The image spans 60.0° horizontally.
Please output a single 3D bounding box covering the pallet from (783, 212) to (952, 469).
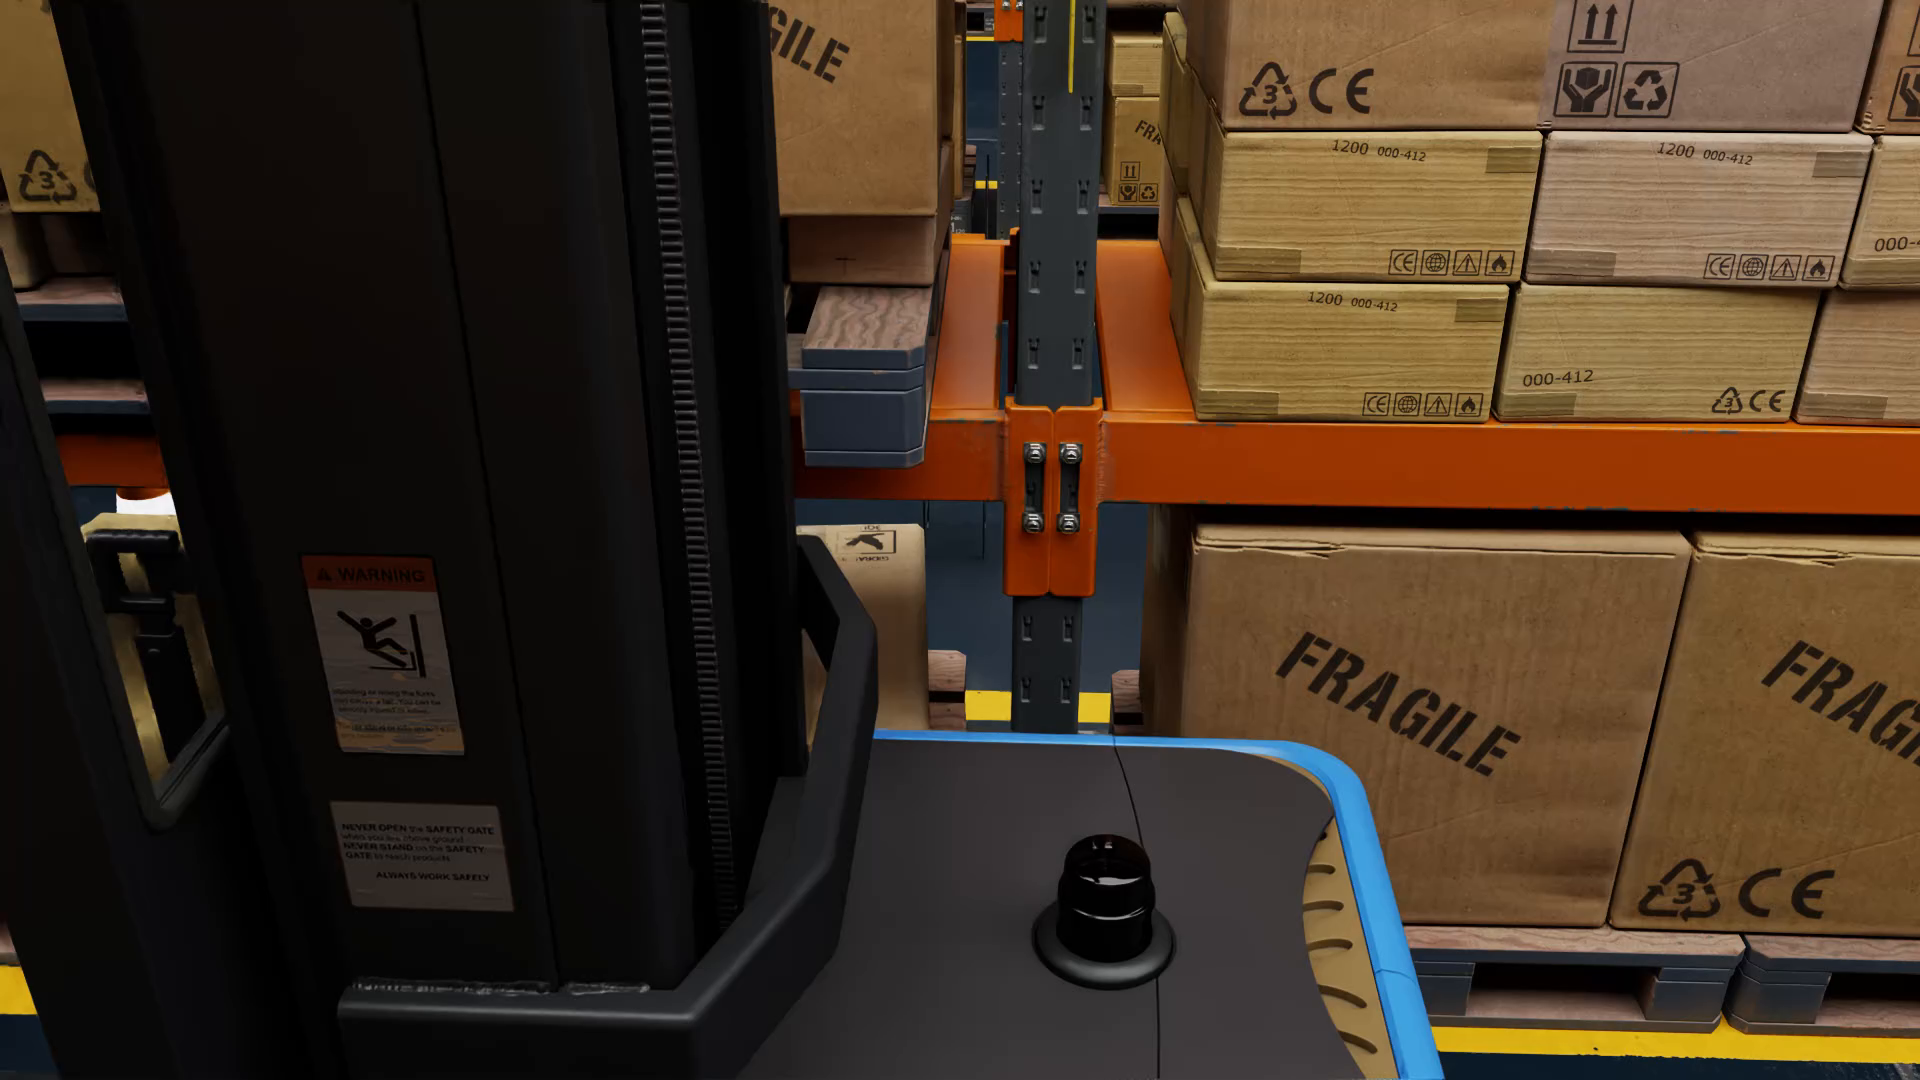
[{"bbox_3d":[-0.537,-0.496,3.187,1.003,0.211,1.213,1,28,2],"label":"pallet"}]

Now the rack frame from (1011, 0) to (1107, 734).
[{"bbox_3d":[0.179,-0.618,3.214,0.127,3.000,1.000,1,28,2],"label":"rack frame"}]

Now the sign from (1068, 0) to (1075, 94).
[{"bbox_3d":[0.169,-0.841,2.482,0.005,0.325,0.100,1,28,2],"label":"sign"}]

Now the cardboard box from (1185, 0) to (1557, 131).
[{"bbox_3d":[0.663,-0.982,2.725,0.500,0.500,0.500,0,28,0],"label":"cardboard box"}]

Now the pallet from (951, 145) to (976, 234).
[{"bbox_3d":[-0.533,-1.753,8.332,1.213,0.211,1.003,1,28,2],"label":"pallet"}]

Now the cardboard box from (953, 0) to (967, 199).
[{"bbox_3d":[-0.353,-2.181,8.115,0.750,0.750,1.050,1,28,1],"label":"cardboard box"}]

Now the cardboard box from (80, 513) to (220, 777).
[{"bbox_3d":[-1.881,0.319,3.802,0.625,0.372,0.950,2,28,3],"label":"cardboard box"}]

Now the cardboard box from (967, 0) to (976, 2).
[{"bbox_3d":[-0.142,-4.349,12.450,0.500,0.500,0.700,0,28,-1],"label":"cardboard box"}]

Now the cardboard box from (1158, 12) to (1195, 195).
[{"bbox_3d":[0.672,-0.884,3.341,0.500,0.250,0.500,1,28,2],"label":"cardboard box"}]

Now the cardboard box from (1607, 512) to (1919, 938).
[{"bbox_3d":[1.758,0.202,3.487,0.875,0.875,0.875,1,28,2],"label":"cardboard box"}]

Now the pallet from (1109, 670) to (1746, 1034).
[{"bbox_3d":[0.964,0.662,3.776,1.213,0.211,1.003,1,28,2],"label":"pallet"}]

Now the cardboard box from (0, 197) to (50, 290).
[{"bbox_3d":[-1.708,-0.577,2.955,0.250,0.149,0.380,0,28,0],"label":"cardboard box"}]

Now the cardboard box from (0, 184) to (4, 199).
[{"bbox_3d":[-1.852,-0.878,2.830,0.500,0.500,0.500,0,28,0],"label":"cardboard box"}]

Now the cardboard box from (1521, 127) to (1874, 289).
[{"bbox_3d":[1.193,-0.640,2.881,0.500,0.250,0.500,2,28,3],"label":"cardboard box"}]

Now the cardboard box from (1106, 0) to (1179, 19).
[{"bbox_3d":[0.945,-2.461,8.109,0.500,0.250,0.500,0,28,1],"label":"cardboard box"}]

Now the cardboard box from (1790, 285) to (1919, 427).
[{"bbox_3d":[1.697,-0.415,2.990,0.500,0.250,0.500,2,28,3],"label":"cardboard box"}]

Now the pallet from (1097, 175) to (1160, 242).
[{"bbox_3d":[1.034,-1.691,8.215,1.213,0.211,1.003,1,28,2],"label":"pallet"}]

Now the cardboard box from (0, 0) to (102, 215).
[{"bbox_3d":[-1.307,-0.868,2.812,0.500,0.500,0.500,-1,28,-2],"label":"cardboard box"}]

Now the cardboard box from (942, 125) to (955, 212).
[{"bbox_3d":[-0.139,-0.785,3.349,0.250,0.149,0.380,-1,28,-1],"label":"cardboard box"}]

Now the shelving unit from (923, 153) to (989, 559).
[{"bbox_3d":[-0.014,-0.530,4.969,0.189,1.200,0.258,1,28,2],"label":"shelving unit"}]

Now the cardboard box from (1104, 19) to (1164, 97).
[{"bbox_3d":[0.933,-2.225,7.664,0.500,0.250,0.500,0,28,-1],"label":"cardboard box"}]

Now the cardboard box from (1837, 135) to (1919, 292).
[{"bbox_3d":[1.691,-0.626,2.854,0.500,0.250,0.500,1,28,2],"label":"cardboard box"}]

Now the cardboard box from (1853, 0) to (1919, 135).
[{"bbox_3d":[1.676,-0.962,2.688,0.500,0.500,0.500,2,28,3],"label":"cardboard box"}]

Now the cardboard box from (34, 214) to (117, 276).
[{"bbox_3d":[-1.454,-0.611,3.020,0.250,0.149,0.380,1,28,2],"label":"cardboard box"}]

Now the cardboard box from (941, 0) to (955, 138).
[{"bbox_3d":[-0.263,-1.095,3.241,0.500,0.500,0.500,0,28,0],"label":"cardboard box"}]

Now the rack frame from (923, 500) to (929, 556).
[{"bbox_3d":[-0.106,-0.532,4.972,0.006,1.200,0.240,1,28,2],"label":"rack frame"}]

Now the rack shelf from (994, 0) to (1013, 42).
[{"bbox_3d":[-1.746,-2.652,7.819,4.000,0.370,1.077,1,28,2],"label":"rack shelf"}]

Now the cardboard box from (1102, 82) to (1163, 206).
[{"bbox_3d":[0.951,-1.887,7.828,0.500,0.500,0.500,0,28,0],"label":"cardboard box"}]

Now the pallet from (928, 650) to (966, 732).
[{"bbox_3d":[-0.602,0.600,3.893,1.213,0.211,1.003,1,28,2],"label":"pallet"}]

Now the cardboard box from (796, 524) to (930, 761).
[{"bbox_3d":[-0.385,0.343,3.757,0.625,0.372,0.950,-1,28,-2],"label":"cardboard box"}]

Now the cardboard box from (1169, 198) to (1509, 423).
[{"bbox_3d":[0.659,-0.426,3.012,0.500,0.250,0.500,0,28,1],"label":"cardboard box"}]

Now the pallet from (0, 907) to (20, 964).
[{"bbox_3d":[-1.818,0.579,3.933,1.213,0.211,1.003,1,28,2],"label":"pallet"}]

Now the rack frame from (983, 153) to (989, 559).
[{"bbox_3d":[0.077,-0.529,4.967,0.006,1.200,0.240,1,28,2],"label":"rack frame"}]

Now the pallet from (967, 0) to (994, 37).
[{"bbox_3d":[-0.252,-4.039,12.643,1.213,0.211,1.003,1,28,2],"label":"pallet"}]

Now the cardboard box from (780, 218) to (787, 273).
[{"bbox_3d":[-0.427,-0.559,2.921,0.250,0.149,0.380,1,28,3],"label":"cardboard box"}]

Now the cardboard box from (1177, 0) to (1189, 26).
[{"bbox_3d":[0.705,-1.218,3.171,0.500,0.500,0.500,0,28,0],"label":"cardboard box"}]

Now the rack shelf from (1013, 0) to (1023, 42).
[{"bbox_3d":[2.251,-2.586,7.694,4.000,0.370,1.077,1,28,2],"label":"rack shelf"}]

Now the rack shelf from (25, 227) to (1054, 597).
[{"bbox_3d":[-1.820,-0.334,3.445,4.000,0.370,1.077,1,28,2],"label":"rack shelf"}]

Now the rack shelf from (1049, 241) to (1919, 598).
[{"bbox_3d":[2.178,-0.267,3.320,4.000,0.370,1.077,1,28,2],"label":"rack shelf"}]

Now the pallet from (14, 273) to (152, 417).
[{"bbox_3d":[-1.801,-0.547,3.284,1.213,0.211,1.003,1,28,2],"label":"pallet"}]

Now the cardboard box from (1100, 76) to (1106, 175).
[{"bbox_3d":[0.920,-2.130,8.285,0.500,0.500,0.500,1,28,2],"label":"cardboard box"}]

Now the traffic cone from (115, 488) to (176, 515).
[{"bbox_3d":[-2.530,-0.198,5.130,0.334,0.463,0.336,1,28,2],"label":"traffic cone"}]

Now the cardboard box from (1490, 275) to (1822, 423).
[{"bbox_3d":[1.173,-0.426,3.011,0.500,0.250,0.500,0,28,0],"label":"cardboard box"}]

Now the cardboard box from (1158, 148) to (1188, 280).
[{"bbox_3d":[0.694,-0.665,3.462,0.500,0.250,0.500,0,28,0],"label":"cardboard box"}]

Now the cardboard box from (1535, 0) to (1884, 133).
[{"bbox_3d":[1.159,-0.978,2.718,0.500,0.500,0.500,1,28,2],"label":"cardboard box"}]

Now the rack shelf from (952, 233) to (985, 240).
[{"bbox_3d":[-0.014,-0.809,4.822,0.180,0.103,0.258,1,28,2],"label":"rack shelf"}]

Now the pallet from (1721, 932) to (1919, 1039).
[{"bbox_3d":[2.180,0.683,3.735,1.213,0.211,1.003,1,28,2],"label":"pallet"}]

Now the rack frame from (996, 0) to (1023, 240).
[{"bbox_3d":[0.253,-2.937,7.588,0.127,3.000,1.000,1,28,2],"label":"rack frame"}]

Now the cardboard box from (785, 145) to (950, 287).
[{"bbox_3d":[-0.157,-0.588,2.977,0.250,0.149,0.380,2,28,4],"label":"cardboard box"}]

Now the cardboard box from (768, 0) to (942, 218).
[{"bbox_3d":[-0.285,-0.857,2.791,0.500,0.500,0.500,0,28,0],"label":"cardboard box"}]

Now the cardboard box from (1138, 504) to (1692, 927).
[{"bbox_3d":[0.866,0.185,3.518,0.875,0.875,0.875,1,28,1],"label":"cardboard box"}]

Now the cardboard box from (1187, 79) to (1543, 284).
[{"bbox_3d":[0.677,-0.649,2.898,0.500,0.250,0.500,1,28,1],"label":"cardboard box"}]
